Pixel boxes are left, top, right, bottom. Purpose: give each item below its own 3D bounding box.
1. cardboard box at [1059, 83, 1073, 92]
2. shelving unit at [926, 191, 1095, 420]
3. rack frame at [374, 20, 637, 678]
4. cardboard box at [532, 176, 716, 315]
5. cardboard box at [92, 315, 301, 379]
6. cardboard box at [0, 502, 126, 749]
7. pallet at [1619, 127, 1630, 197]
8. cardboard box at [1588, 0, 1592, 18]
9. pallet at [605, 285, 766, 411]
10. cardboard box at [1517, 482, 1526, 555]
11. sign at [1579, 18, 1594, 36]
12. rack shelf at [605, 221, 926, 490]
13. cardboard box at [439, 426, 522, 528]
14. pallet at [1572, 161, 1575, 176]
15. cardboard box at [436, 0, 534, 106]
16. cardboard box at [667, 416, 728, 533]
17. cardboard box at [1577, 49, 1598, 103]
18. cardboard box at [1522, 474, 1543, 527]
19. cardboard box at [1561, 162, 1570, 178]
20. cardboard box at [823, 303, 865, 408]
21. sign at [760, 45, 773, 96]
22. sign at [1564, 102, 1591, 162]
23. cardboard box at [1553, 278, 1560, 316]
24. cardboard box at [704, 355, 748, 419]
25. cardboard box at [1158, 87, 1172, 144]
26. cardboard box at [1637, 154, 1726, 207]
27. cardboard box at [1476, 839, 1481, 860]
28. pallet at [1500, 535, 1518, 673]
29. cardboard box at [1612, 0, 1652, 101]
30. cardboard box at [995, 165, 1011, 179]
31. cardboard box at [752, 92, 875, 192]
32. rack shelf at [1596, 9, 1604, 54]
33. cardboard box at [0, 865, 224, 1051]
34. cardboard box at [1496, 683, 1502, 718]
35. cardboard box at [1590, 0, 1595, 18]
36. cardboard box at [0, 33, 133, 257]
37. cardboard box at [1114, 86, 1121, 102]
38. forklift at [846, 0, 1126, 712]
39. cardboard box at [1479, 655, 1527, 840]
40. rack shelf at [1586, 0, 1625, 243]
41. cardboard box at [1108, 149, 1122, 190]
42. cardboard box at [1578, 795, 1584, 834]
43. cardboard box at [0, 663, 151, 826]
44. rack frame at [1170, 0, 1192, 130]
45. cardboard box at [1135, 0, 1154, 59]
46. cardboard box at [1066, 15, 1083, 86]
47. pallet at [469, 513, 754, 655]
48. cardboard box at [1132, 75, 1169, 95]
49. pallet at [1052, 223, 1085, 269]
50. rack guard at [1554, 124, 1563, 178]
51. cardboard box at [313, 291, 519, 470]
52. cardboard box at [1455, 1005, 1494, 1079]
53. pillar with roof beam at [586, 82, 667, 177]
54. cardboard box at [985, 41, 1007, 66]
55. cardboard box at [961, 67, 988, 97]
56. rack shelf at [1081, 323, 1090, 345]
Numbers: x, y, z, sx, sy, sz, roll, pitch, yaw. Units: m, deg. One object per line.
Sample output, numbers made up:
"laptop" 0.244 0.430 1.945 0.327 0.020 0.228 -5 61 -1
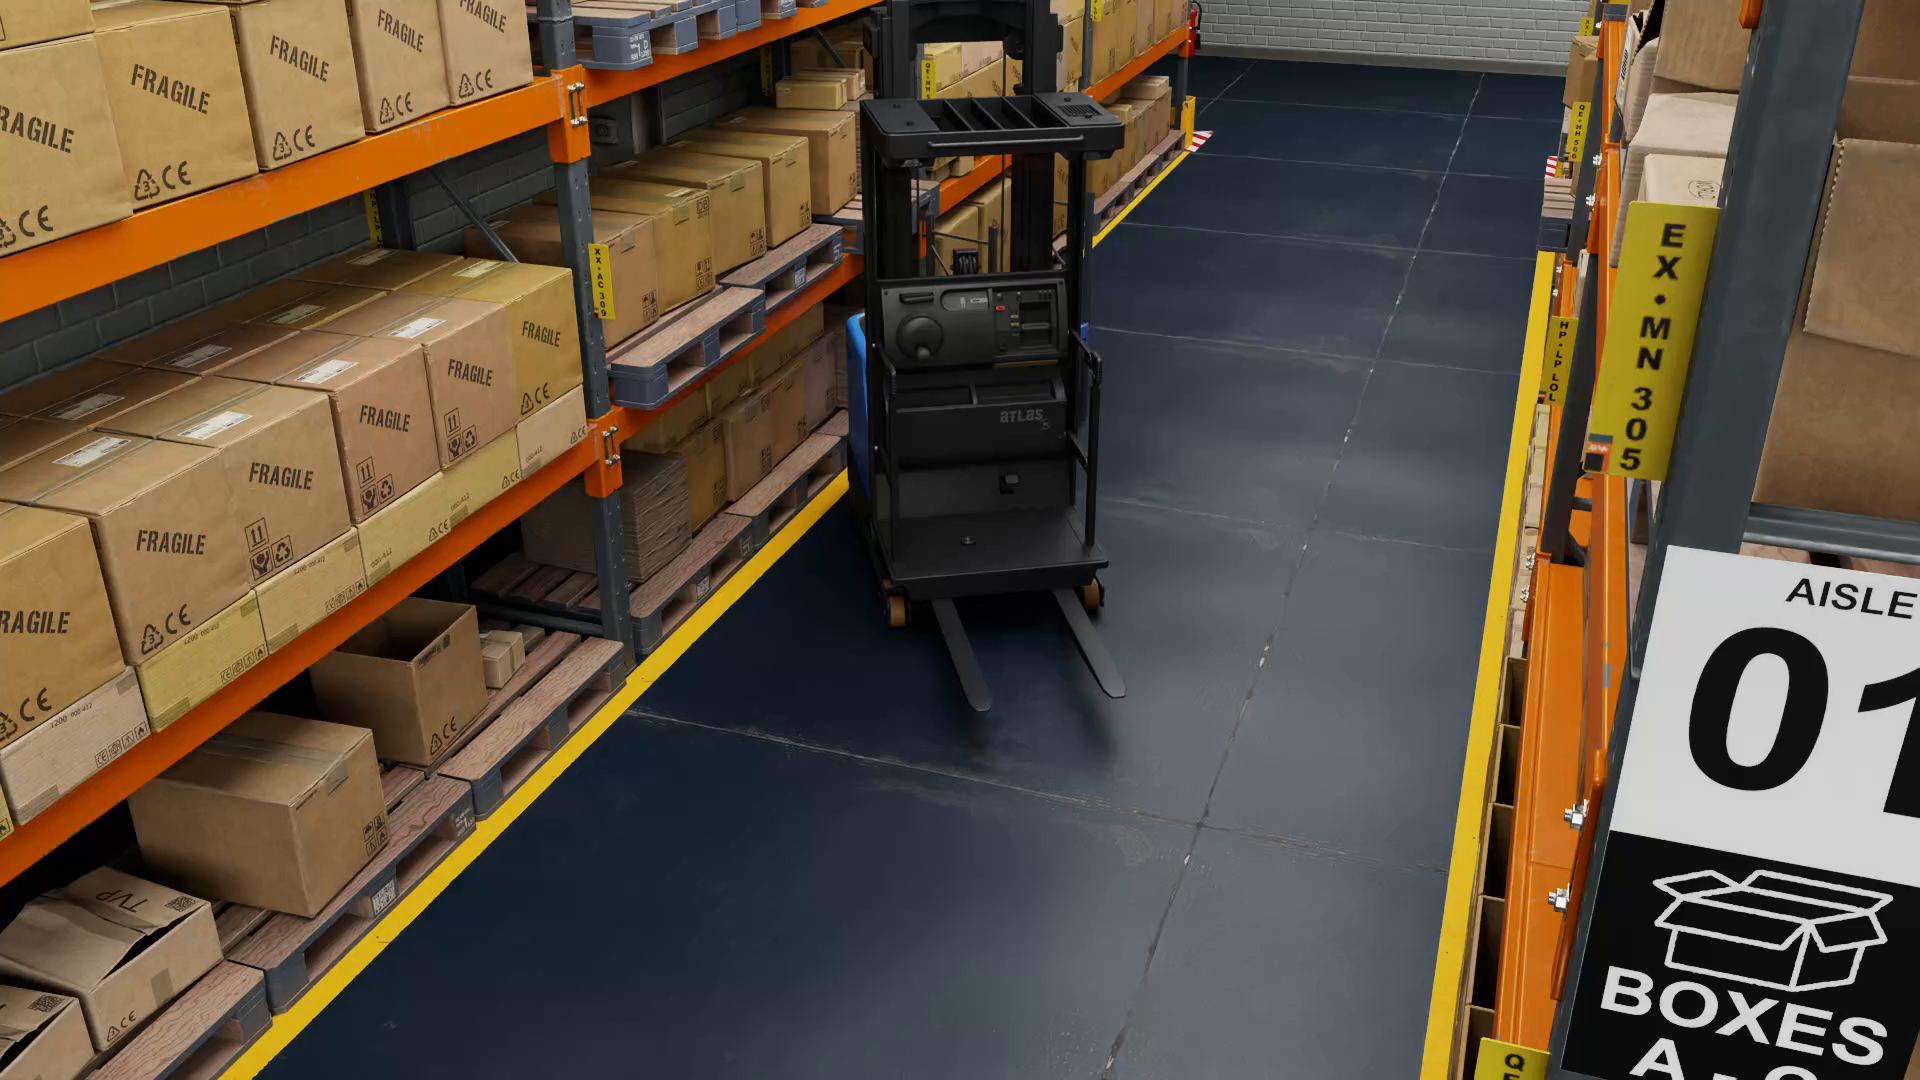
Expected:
"cardboard box" 0.710 -3.682 13.678 0.380 0.149 0.250 9 27 18
"shelving unit" 0.313 -1.355 10.328 0.538 1.500 1.048 18 31 33
"rack frame" -2.045 -0.786 7.430 1.000 3.000 0.127 9 27 17
"cardboard box" -1.650 -1.461 8.207 0.700 0.500 0.500 12 28 23
"cardboard box" -2.745 -0.486 6.100 0.500 0.500 0.500 10 27 19
"cardboard box" -2.760 0.225 4.632 0.500 0.500 0.500 9 27 18
"pallet" 2.368 -1.025 4.584 1.003 0.211 1.213 9 27 17
"cardboard box" 6.058 -4.688 15.376 0.500 0.500 0.500 8 27 17
"pallet" -1.653 -0.992 8.077 1.003 0.211 1.213 9 27 17
"cardboard box" 3.174 -0.070 8.626 0.500 0.250 0.500 8 27 16
"sign" 4.776 -3.821 12.707 0.100 0.325 0.005 9 27 17
"rack shelf" -1.379 -1.284 9.285 1.077 0.370 4.000 9 27 17
"cardboard box" -2.090 -0.285 6.545 0.500 0.250 0.500 9 27 18
"pallet" 4.602 -2.426 11.039 1.003 0.211 1.213 9 27 17
"cardboard box" -1.981 -1.945 6.246 0.500 0.500 0.500 10 27 19
"cardboard box" -1.691 -0.383 8.962 0.700 0.500 0.500 8 27 16
"cardboard box" 4.752 -3.136 11.689 0.700 0.500 0.500 13 29 26
"cardboard box" 2.998 -0.106 8.057 0.500 0.311 0.500 8 27 17
"cardboard box" 5.840 -3.367 15.413 0.500 0.250 0.500 9 27 17
"cardboard box" -0.904 -1.199 10.647 0.700 0.500 0.500 9 27 18
"sign" -1.238 -3.030 10.736 0.100 0.325 0.005 9 27 17
"sign" 3.444 -2.273 9.264 0.100 0.325 0.005 9 27 17
"cardboard box" 4.221 -1.416 11.097 0.500 0.500 0.500 8 27 16
"cardboard box" -1.503 -0.897 9.163 0.500 0.250 0.500 8 27 16
"cardboard box" 1.810 -4.479 17.445 0.700 0.500 0.500 9 27 17
"cardboard box" 1.431 -0.471 2.868 0.500 0.250 0.500 9 27 17
"cardboard box" 2.188 1.126 6.155 0.500 0.250 0.500 9 27 17
"pallet" 3.241 0.375 8.233 1.003 0.211 1.213 9 27 17
"cardboard box" 2.212 -1.547 4.804 0.500 0.500 0.500 11 28 22
"cardboard box" 0.231 -2.643 13.251 0.750 0.750 0.750 10 27 19
"cardboard box" -0.861 -2.478 10.306 0.700 0.500 0.500 6 26 11
"rack shelf" 4.624 -3.561 10.545 1.077 0.370 4.000 9 27 17
"cardboard box" -2.871 1.365 5.570 0.500 0.311 0.500 11 28 22
"cardboard box" 2.493 0.767 6.896 0.500 0.250 0.500 8 27 17
"cardboard box" 5.382 -4.308 13.443 0.500 0.500 0.500 8 27 16
"cardboard box" -2.647 -1.076 4.451 0.500 0.500 0.500 10 28 20
"cardboard box" 1.411 -4.540 16.827 0.380 0.149 0.250 9 27 18
"forklift" 0.117 -1.051 8.058 1.130 2.935 3.031 -5 26 -10
"cardboard box" 2.178 0.788 5.994 0.500 0.500 0.500 9 27 17
"rack shelf" 3.293 -1.917 7.150 1.077 0.370 4.000 9 27 17
"cardboard box" 1.133 -3.635 15.703 0.700 0.500 0.500 8 27 17
"cardboard box" 1.977 0.704 4.240 0.700 0.500 0.500 10 27 19
"cardboard box" -2.755 0.547 4.828 0.500 0.250 0.500 8 27 16
"rack frame" 1.949 -5.717 17.615 1.000 3.000 0.127 9 27 17
"cardboard box" 1.294 -5.028 15.849 0.980 0.700 0.700 7 27 15
"cardboard box" 0.702 -4.035 13.662 0.500 0.500 0.500 8 27 17
"pallet" -1.787 0.149 8.699 1.003 0.211 1.213 9 27 17
"cardboard box" 1.939 -4.691 17.140 0.380 0.149 0.250 8 27 17
"pallet" 0.432 -2.490 14.151 1.003 0.211 1.213 9 27 17
"rack guard" 6.596 -3.844 16.615 1.175 0.500 0.348 9 27 17
"cardboard box" -2.071 -0.619 6.376 0.500 0.500 0.500 9 27 17
"cardboard box" 1.514 1.610 4.296 0.500 0.500 0.500 9 27 17
"pillar with roof beam" 2.098 -4.096 7.384 9.100 9.000 0.400 9 27 17
"cardboard box" 0.021 -3.531 11.761 0.500 0.250 0.500 9 27 18
"cardboard box" -0.128 -2.994 11.512 0.500 0.500 0.500 10 27 19
"rack shelf" 0.313 -1.193 10.406 0.538 0.185 1.000 18 31 33
